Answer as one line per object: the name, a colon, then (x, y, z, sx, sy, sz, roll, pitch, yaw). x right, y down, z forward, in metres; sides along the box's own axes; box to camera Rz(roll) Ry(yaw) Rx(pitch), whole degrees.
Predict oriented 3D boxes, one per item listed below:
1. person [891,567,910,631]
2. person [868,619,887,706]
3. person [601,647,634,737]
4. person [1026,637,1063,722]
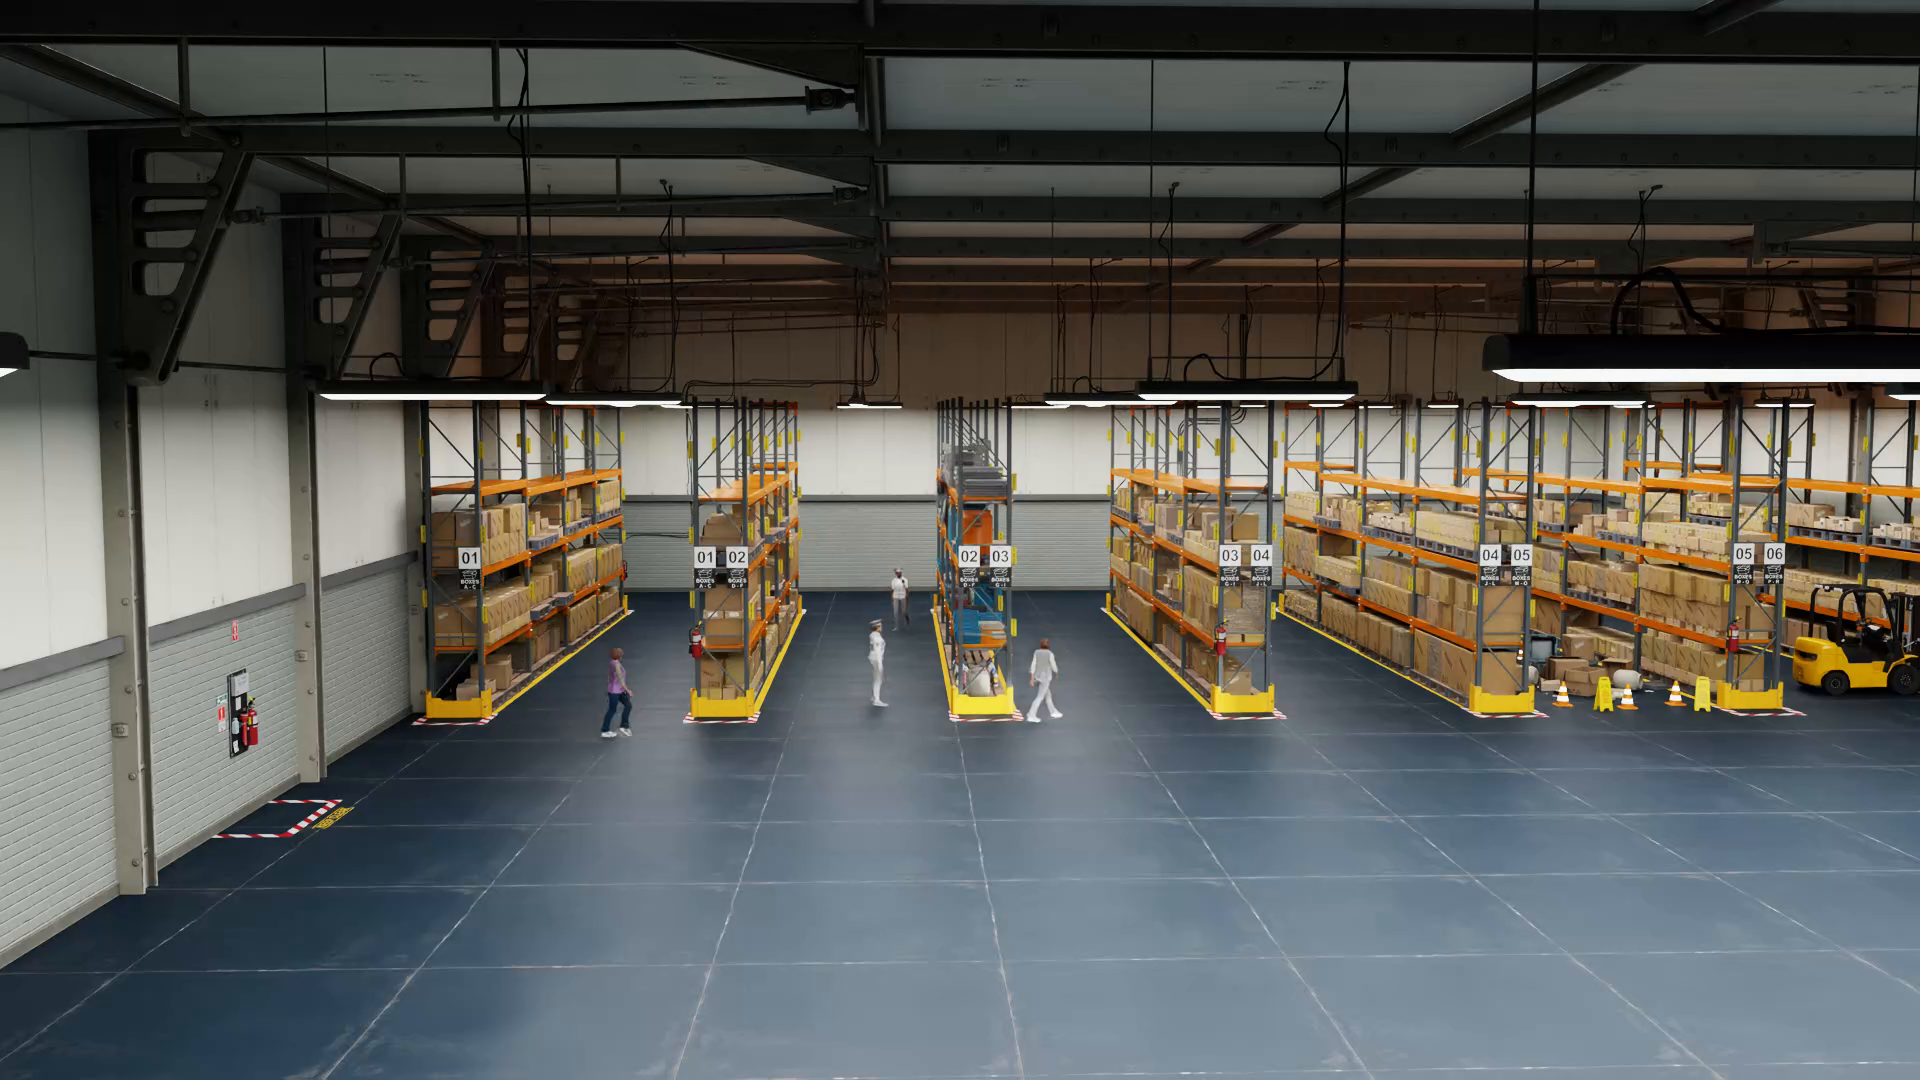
person: (-1.566, 1.527, 43.451, 0.463, 1.667, 0.583, 1, 4, 11)
person: (-1.616, 2.417, 32.428, 0.339, 1.757, 0.546, -1, 4, -10)
person: (-6.009, 2.679, 29.121, 0.589, 1.620, 0.411, 0, 4, -2)
person: (1.604, 2.559, 30.697, 0.918, 1.548, 0.379, -3, 5, -32)
